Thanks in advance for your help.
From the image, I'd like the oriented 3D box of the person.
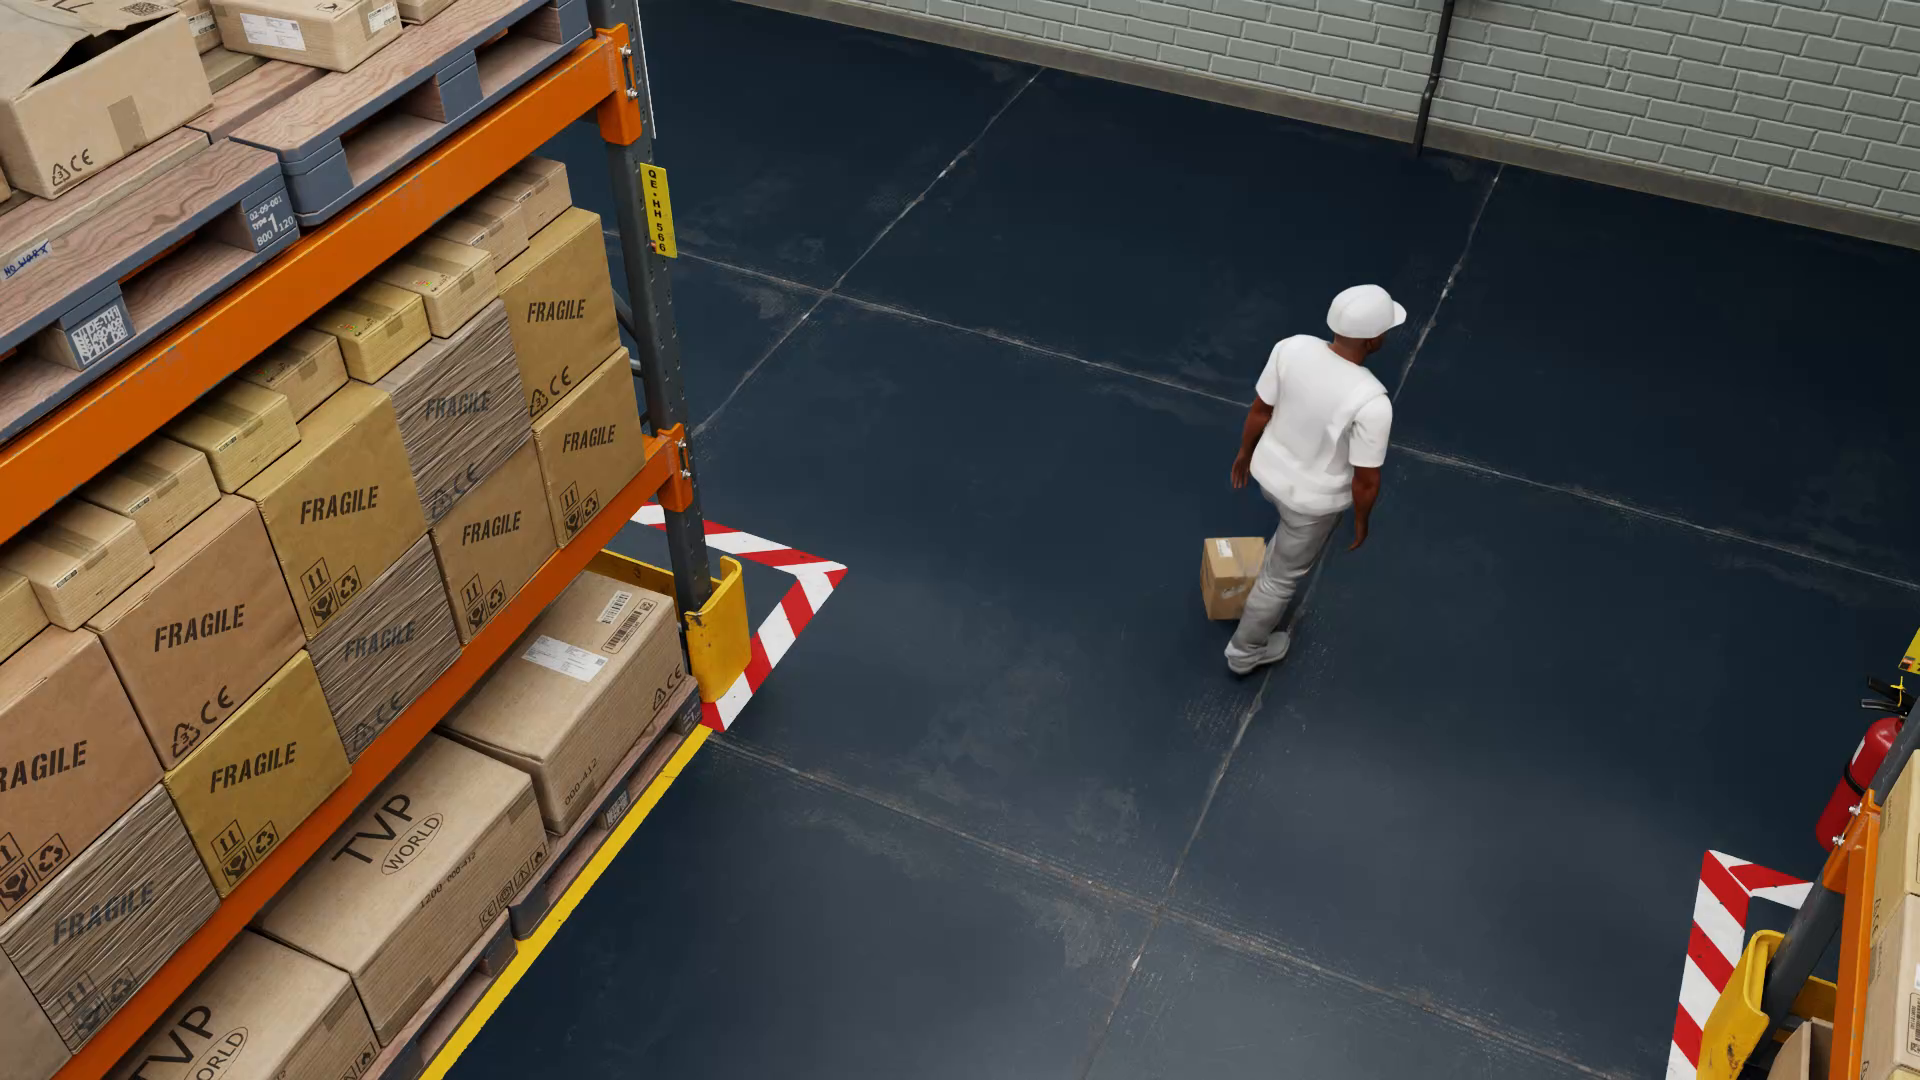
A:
[{"bbox_3d":[1.316,-0.197,6.343,0.541,1.756,0.601,-22,46,-23],"label":"person"}]
